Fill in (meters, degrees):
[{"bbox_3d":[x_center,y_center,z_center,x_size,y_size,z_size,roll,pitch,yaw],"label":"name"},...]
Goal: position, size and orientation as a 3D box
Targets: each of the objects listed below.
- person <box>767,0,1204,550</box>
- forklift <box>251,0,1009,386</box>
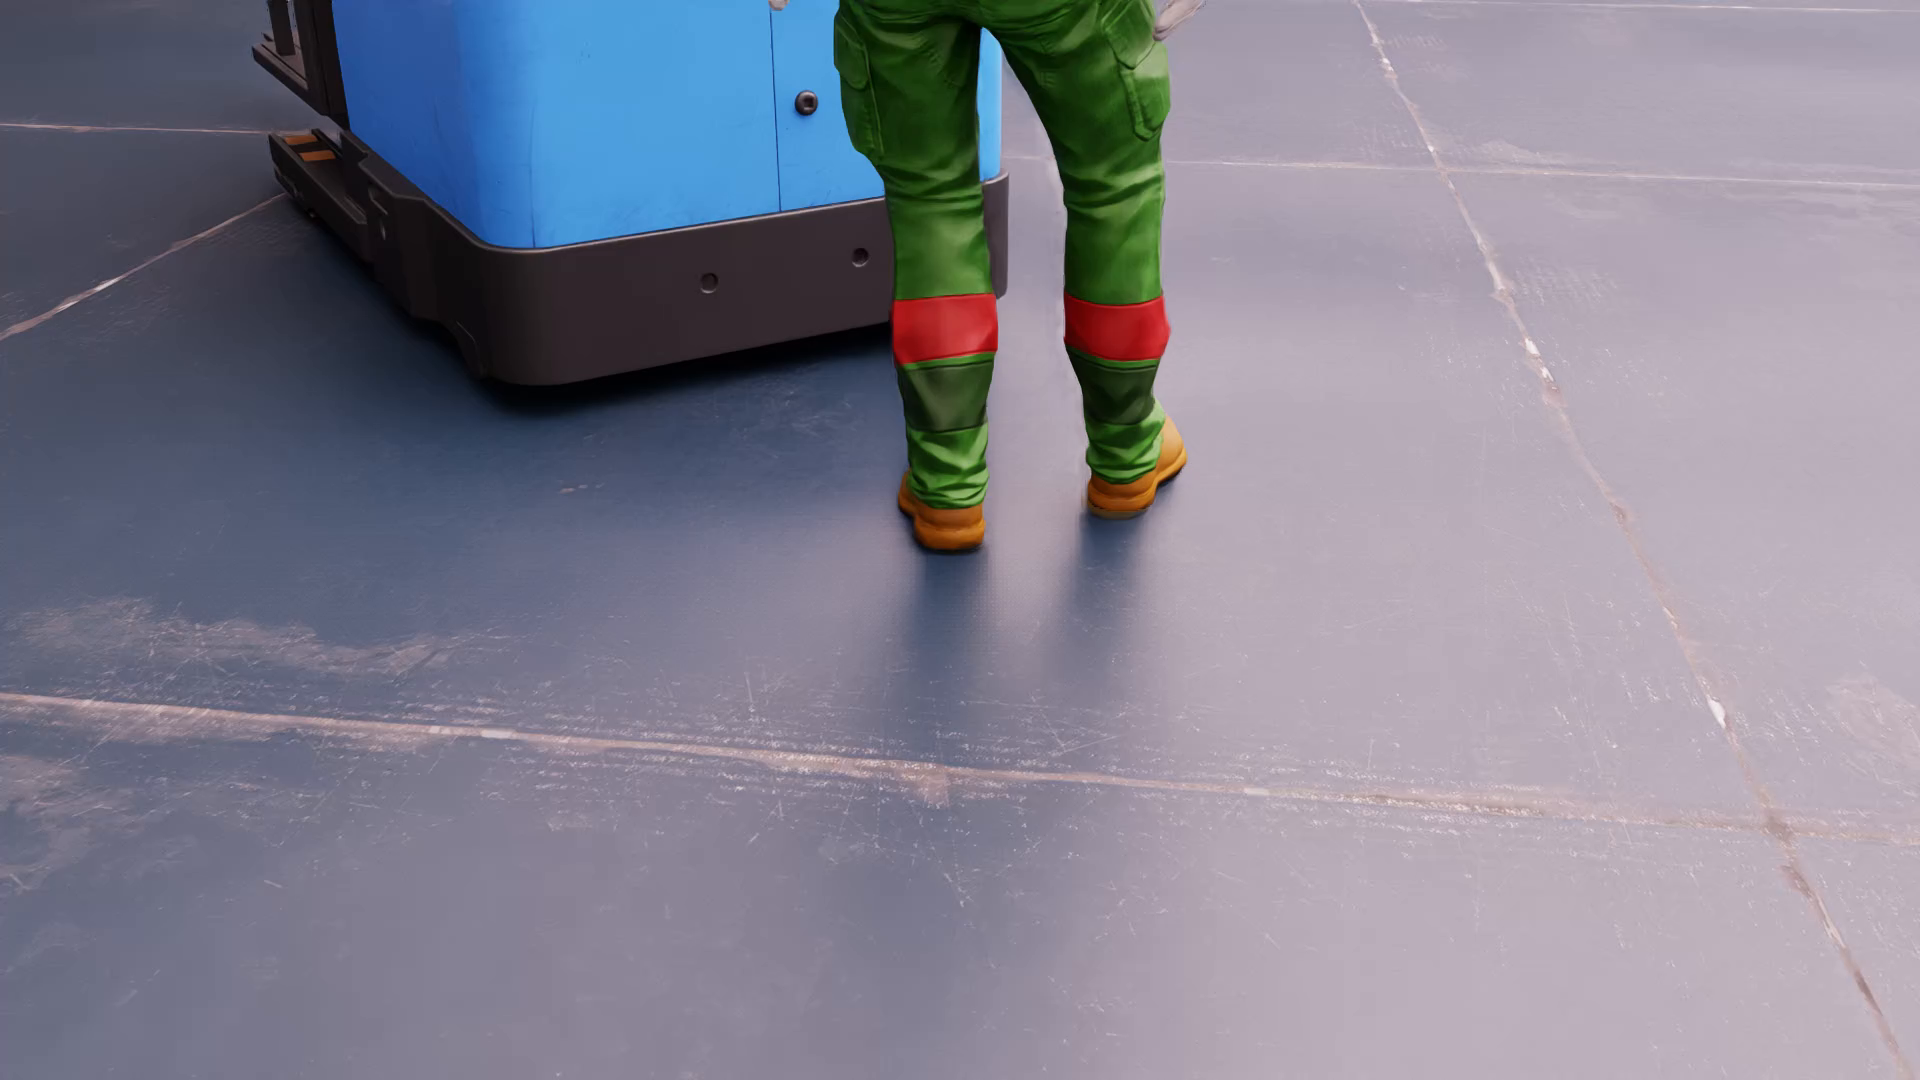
[{"bbox_3d":[0.028,-0.855,2.251,0.686,1.772,0.557,5,27,10],"label":"person"},{"bbox_3d":[-1.094,-2.194,3.615,1.130,2.935,3.031,-15,30,-27],"label":"forklift"}]
